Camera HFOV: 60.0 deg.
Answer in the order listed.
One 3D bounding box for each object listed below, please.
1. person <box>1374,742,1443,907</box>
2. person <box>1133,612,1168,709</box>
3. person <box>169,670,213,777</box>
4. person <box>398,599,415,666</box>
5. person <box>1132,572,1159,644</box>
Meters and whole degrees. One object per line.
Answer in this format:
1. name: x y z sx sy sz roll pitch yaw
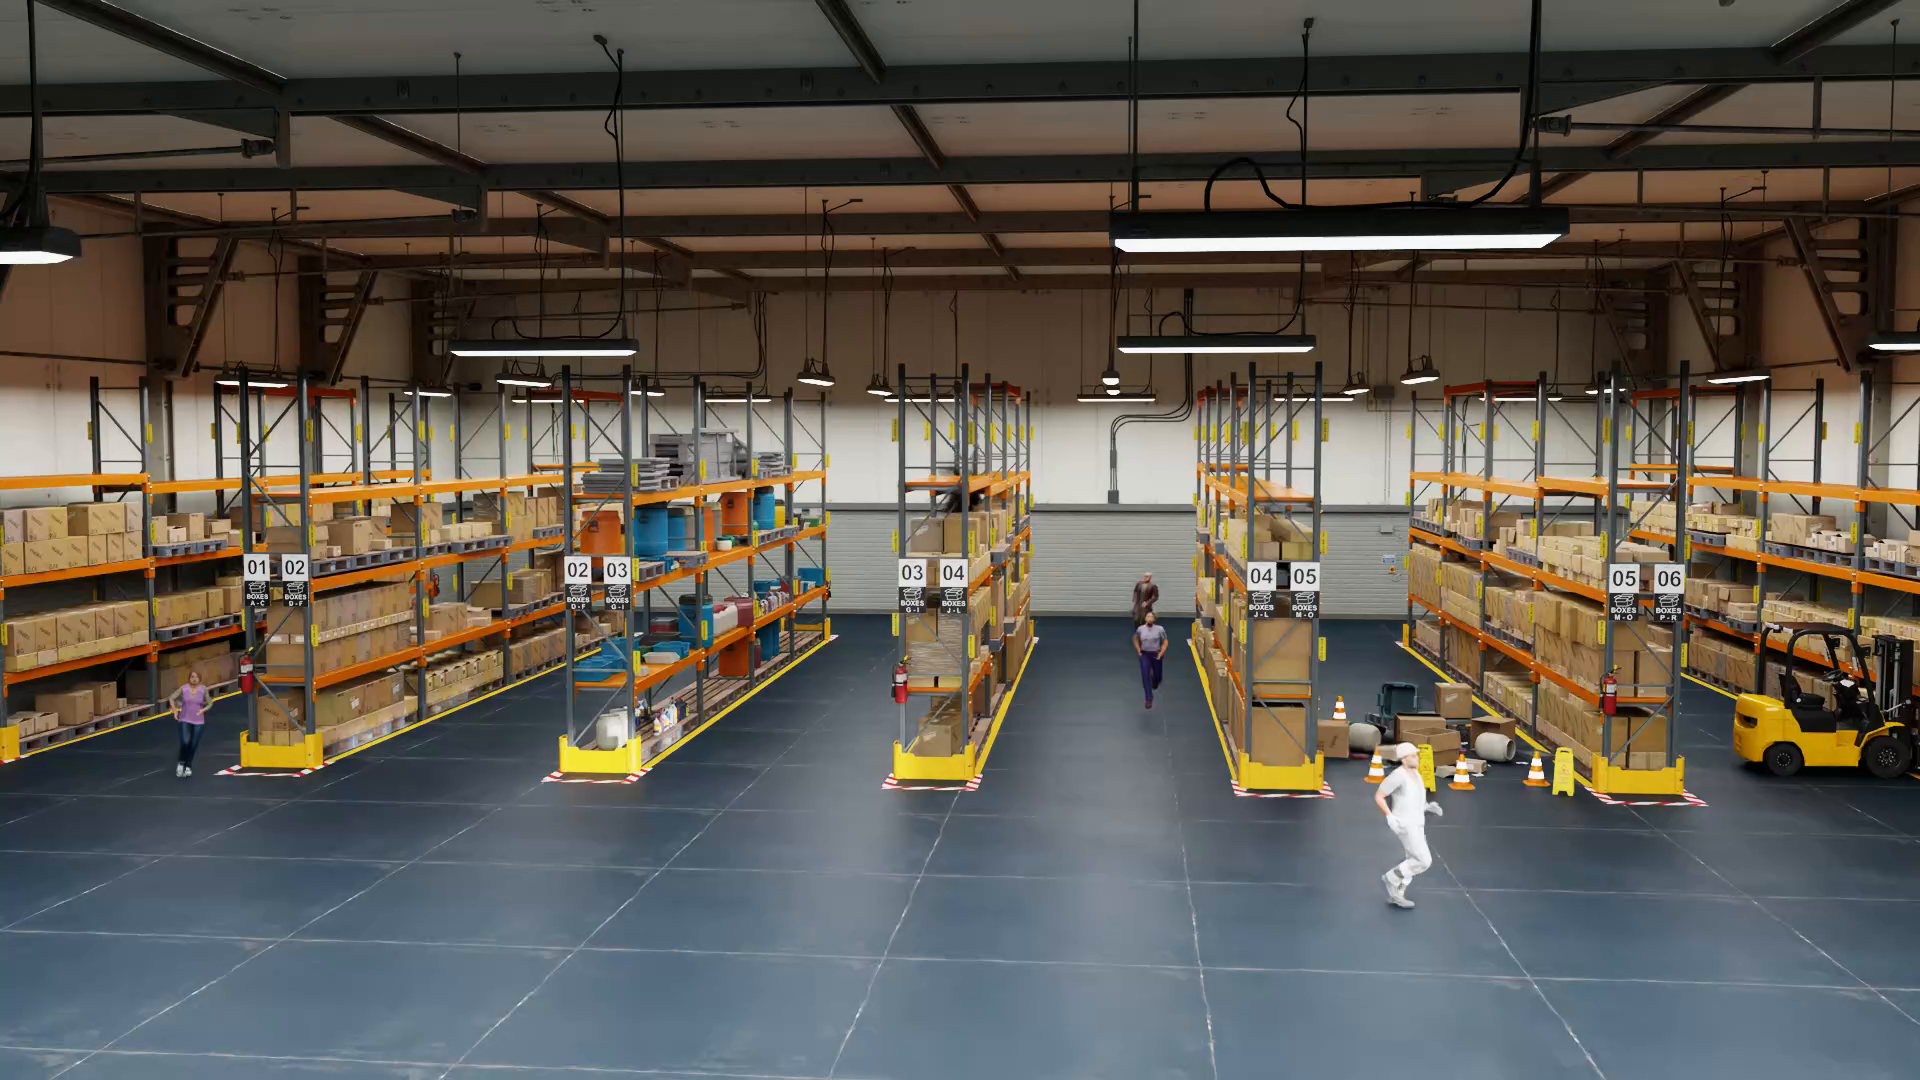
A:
1. person: 4.753 3.003 17.462 0.589 1.743 0.647 3 5 40
2. person: 3.327 2.073 29.039 0.598 1.627 0.880 0 4 3
3. person: -11.163 2.654 24.171 0.566 1.549 0.583 -2 4 -30
4. person: -11.058 2.023 33.339 0.639 1.676 0.572 0 4 5
5. person: 4.386 1.660 39.476 0.658 1.620 0.587 1 4 17
